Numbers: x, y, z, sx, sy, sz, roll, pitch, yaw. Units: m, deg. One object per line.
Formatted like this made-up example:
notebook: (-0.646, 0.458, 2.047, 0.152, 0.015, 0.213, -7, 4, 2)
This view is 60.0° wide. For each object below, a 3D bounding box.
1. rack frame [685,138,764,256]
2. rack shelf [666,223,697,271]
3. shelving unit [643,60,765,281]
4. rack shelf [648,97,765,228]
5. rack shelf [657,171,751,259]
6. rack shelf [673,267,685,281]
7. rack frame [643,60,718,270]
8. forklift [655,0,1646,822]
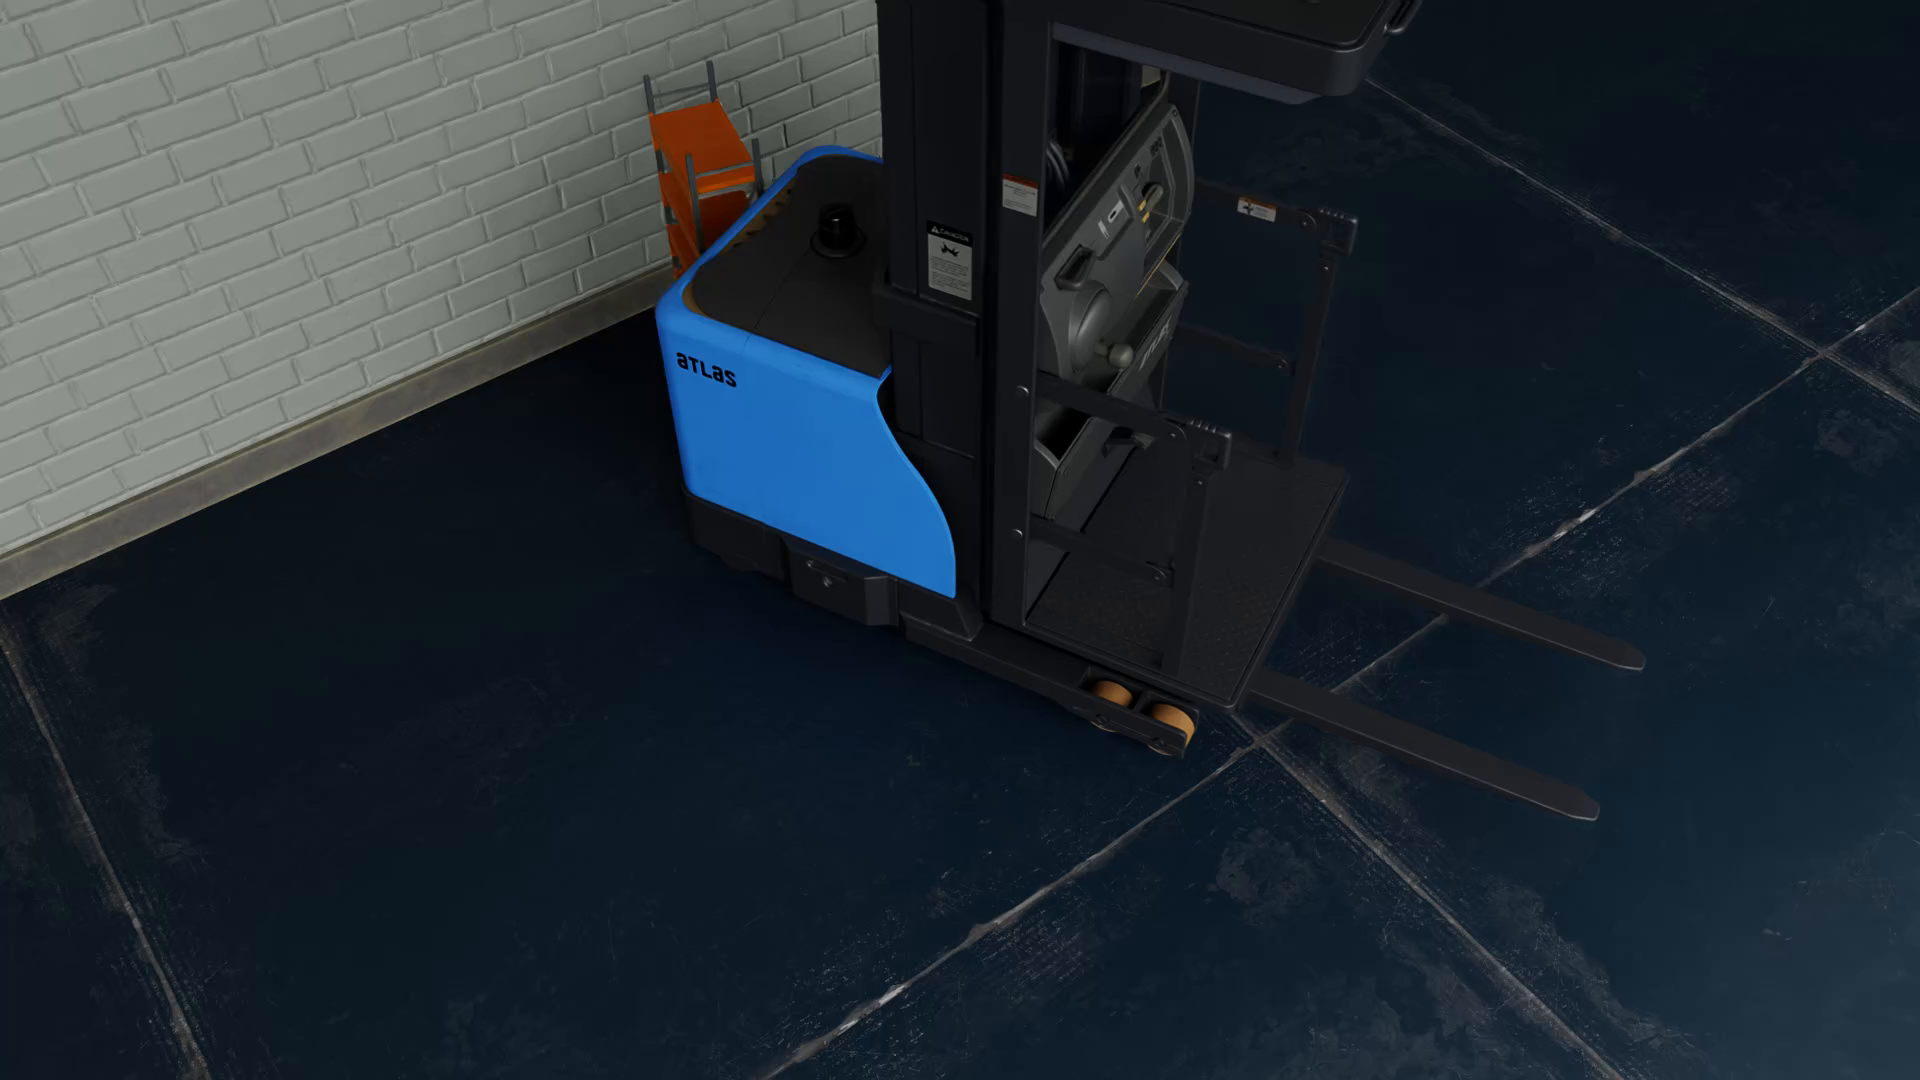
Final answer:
rack frame: (-0.752, -0.838, 5.700, 0.240, 1.200, 0.015, -17, 50, -15)
rack shelf: (-0.847, -0.959, 5.901, 0.258, 0.148, 0.480, -17, 50, -15)
shelving unit: (-0.847, -1.004, 5.851, 0.258, 1.200, 0.503, -17, 50, -15)
rack shelf: (-0.847, -1.268, 5.560, 0.258, 0.148, 0.480, -17, 50, -15)
rack shelf: (-0.847, -1.109, 5.735, 0.258, 0.148, 0.480, -17, 50, -15)
rack shelf: (-0.847, -0.826, 6.048, 0.258, 0.148, 0.480, -17, 50, -15)
rack frame: (-0.942, -1.171, 6.002, 0.240, 1.200, 0.015, -17, 50, -15)
forklift: (0.618, -0.773, 4.472, 3.031, 2.935, 1.130, 21, 51, 18)
